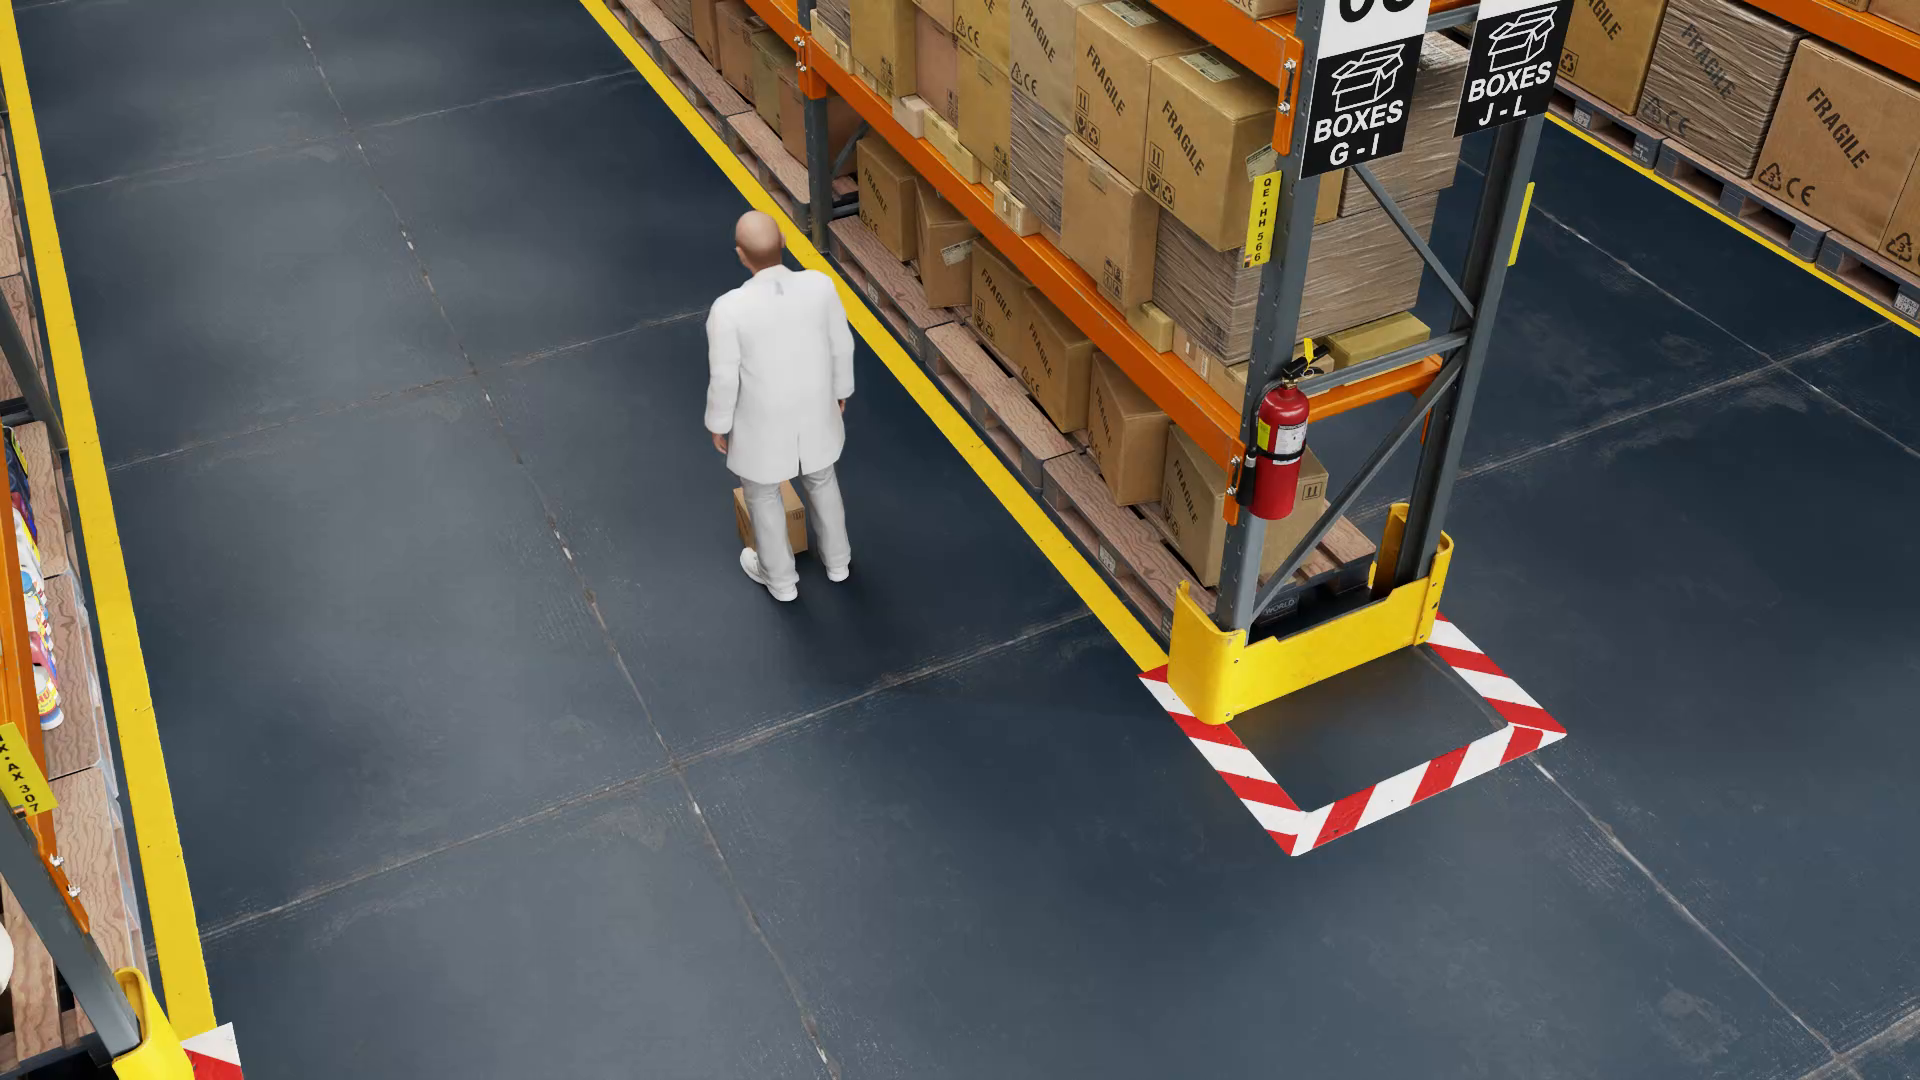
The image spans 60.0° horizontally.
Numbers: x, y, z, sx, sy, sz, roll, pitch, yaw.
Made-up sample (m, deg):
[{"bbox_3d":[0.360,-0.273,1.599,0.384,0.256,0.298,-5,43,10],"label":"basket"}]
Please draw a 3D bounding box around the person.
[{"bbox_3d":[-0.725,-0.527,6.782,0.644,1.774,0.424,-18,44,-20],"label":"person"}]
